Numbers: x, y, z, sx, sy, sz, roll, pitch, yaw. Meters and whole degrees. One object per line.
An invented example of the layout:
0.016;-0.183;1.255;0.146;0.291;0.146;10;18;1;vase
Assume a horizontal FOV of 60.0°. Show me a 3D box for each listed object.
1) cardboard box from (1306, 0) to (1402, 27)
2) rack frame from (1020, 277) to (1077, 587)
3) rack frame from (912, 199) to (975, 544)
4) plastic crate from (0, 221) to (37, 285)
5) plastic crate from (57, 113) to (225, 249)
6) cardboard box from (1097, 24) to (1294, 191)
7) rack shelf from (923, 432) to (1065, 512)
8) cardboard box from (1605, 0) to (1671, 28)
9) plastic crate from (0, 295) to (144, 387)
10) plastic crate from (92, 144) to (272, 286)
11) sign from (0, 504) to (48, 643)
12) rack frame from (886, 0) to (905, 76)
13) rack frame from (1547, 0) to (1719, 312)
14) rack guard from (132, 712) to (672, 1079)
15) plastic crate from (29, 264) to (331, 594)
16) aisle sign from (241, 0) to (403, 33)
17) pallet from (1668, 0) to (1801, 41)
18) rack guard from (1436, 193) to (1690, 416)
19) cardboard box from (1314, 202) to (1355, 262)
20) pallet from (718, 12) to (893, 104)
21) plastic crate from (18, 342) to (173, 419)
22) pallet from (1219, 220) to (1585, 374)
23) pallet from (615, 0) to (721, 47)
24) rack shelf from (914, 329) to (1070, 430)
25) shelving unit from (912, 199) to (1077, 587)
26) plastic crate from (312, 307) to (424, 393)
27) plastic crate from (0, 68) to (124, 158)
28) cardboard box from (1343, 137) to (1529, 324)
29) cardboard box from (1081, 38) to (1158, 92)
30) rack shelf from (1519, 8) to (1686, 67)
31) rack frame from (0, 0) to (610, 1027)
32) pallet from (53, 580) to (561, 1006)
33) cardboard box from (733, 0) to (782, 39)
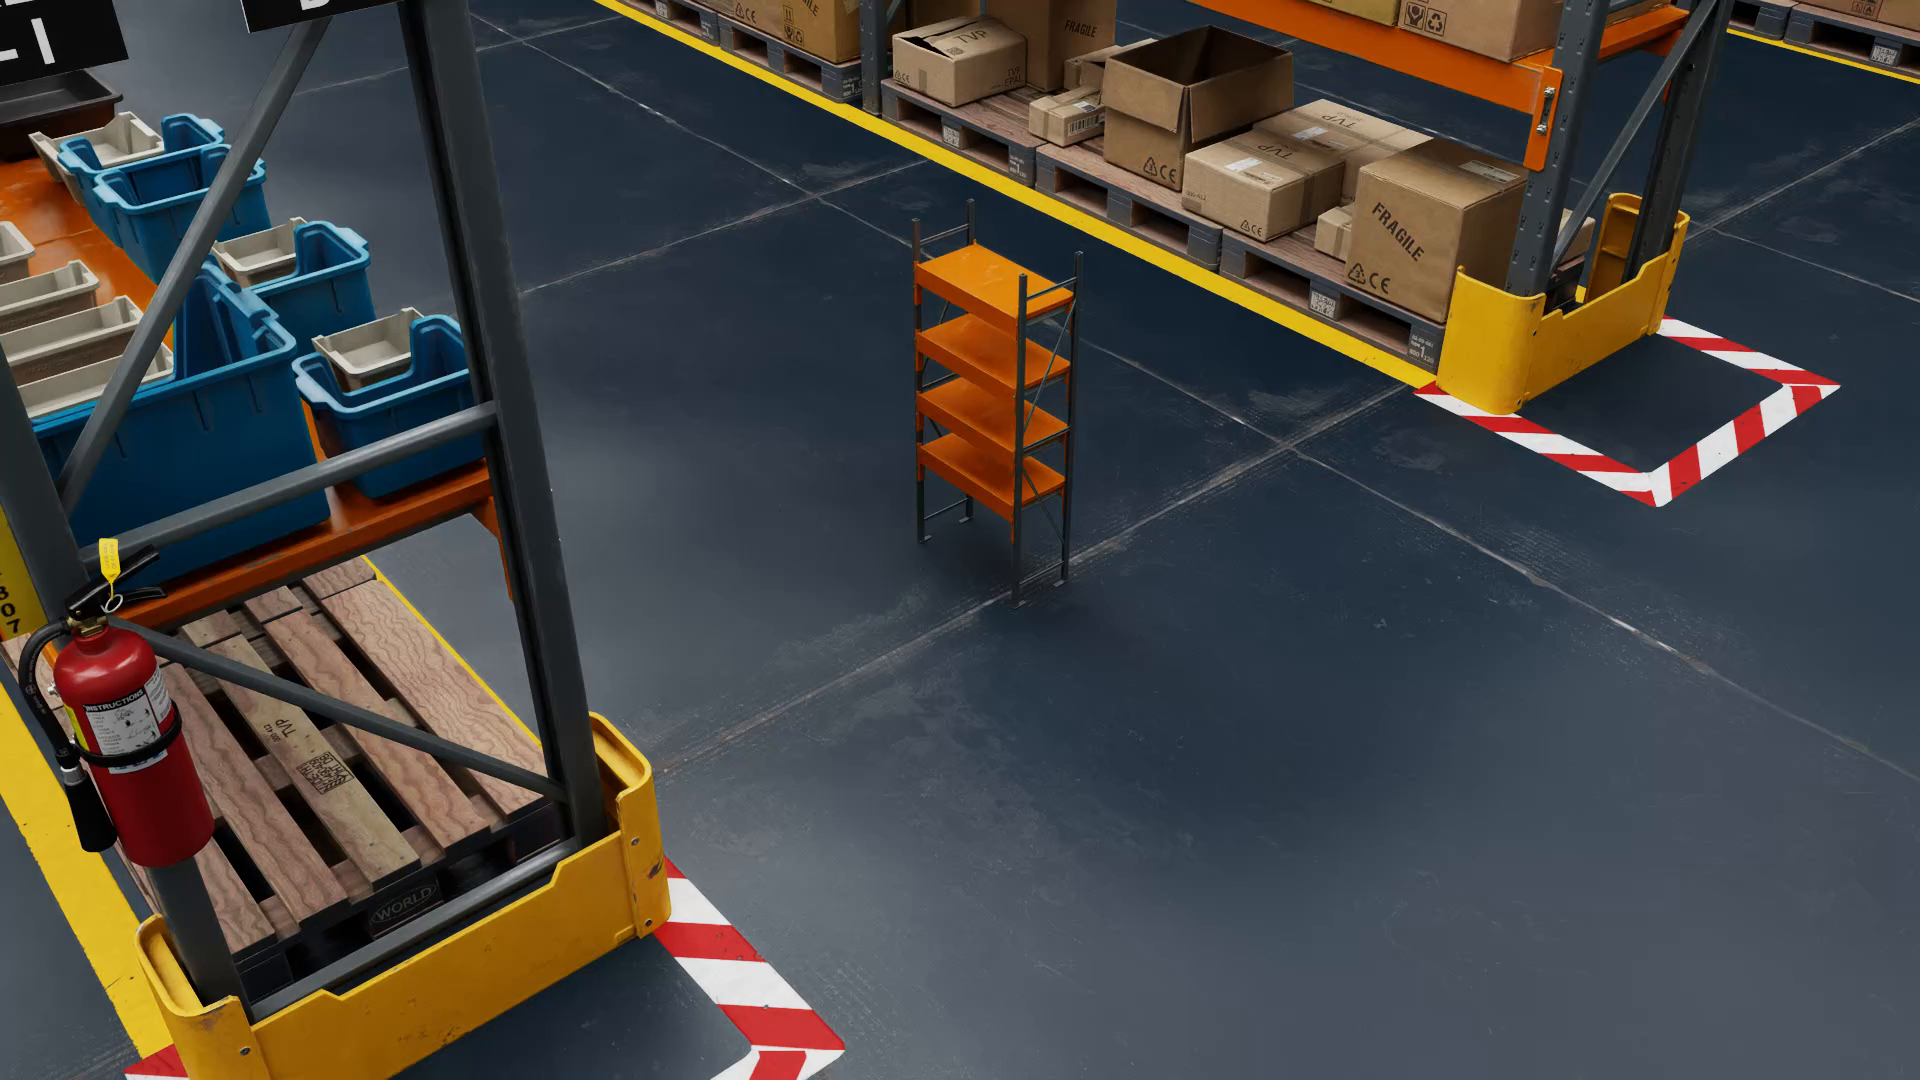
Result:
1.638;-2.315;6.336;0.500;0.500;0.500;-26;43;-31;cardboard box
0.264;-0.309;5.148;0.228;1.046;0.006;-26;43;-32;rack frame
-0.051;-0.524;5.452;0.240;1.200;0.015;-26;43;-32;rack frame
-2.558;-0.684;4.297;0.298;0.136;0.250;-26;43;-32;plastic crate
-2.265;-1.006;4.668;0.416;0.233;0.300;-26;43;-32;plastic crate
1.108;-2.049;7.827;0.797;0.503;0.637;-26;43;-32;cardboard box
0.107;-0.232;5.431;0.221;0.050;0.457;-26;43;-32;rack shelf
2.388;-2.285;6.294;0.500;0.500;0.500;-25;42;-31;cardboard box
-2.154;-0.447;3.962;0.396;0.136;0.243;-26;43;-32;plastic crate
-2.071;-0.873;4.481;0.416;0.233;0.300;-26;43;-32;plastic crate
-1.724;0.042;2.955;0.100;0.325;0.005;-26;43;-32;sign
-0.106;-3.717;8.403;0.949;2.616;0.053;-26;43;-32;rack frame
2.475;-1.951;5.910;0.949;2.616;0.053;-26;43;-32;rack frame
-1.288;0.922;4.016;1.175;0.500;0.348;-26;43;-32;rack guard
-1.673;-0.221;3.384;0.616;0.435;0.499;-26;43;-32;plastic crate
-1.040;-1.244;2.662;0.394;0.787;0.004;-26;43;-32;aisle sign
4.895;-3.523;10.542;1.003;0.211;1.213;-26;43;-32;pallet
2.423;-0.963;6.678;1.175;0.500;0.348;-26;43;-32;rack guard
1.741;-1.334;7.109;0.380;0.166;0.250;-26;43;-32;cardboard box
-0.663;-2.923;9.694;1.003;0.211;1.213;-26;43;-32;pallet
-1.978;-0.313;3.773;0.396;0.136;0.243;-26;43;-32;plastic crate
-25.776;-11.246;13.843;28.867;8.999;54.027;-26;43;-32;pallet
-1.454;-3.462;10.455;1.003;0.211;1.213;-26;43;-32;pallet
0.107;-0.544;5.210;0.258;0.148;0.480;-26;43;-32;rack shelf
0.105;-0.418;5.301;0.258;1.200;0.499;-26;43;-32;shelving unit
-1.365;-0.425;3.931;0.250;0.136;0.298;-26;43;-32;plastic crate
-2.968;-1.388;5.301;0.437;0.125;0.590;-26;43;-32;plastic crate
1.933;-1.257;6.712;0.500;0.500;0.500;-26;43;-32;cardboard box
0.960;-2.321;8.378;0.500;0.311;0.500;-26;43;-32;cardboard box
1.182;-2.648;7.285;0.919;0.052;3.809;-26;43;-32;rack shelf
-1.314;-0.104;3.302;1.000;3.000;0.127;-26;43;-32;rack frame
-1.816;0.655;4.642;1.003;0.211;1.213;-26;43;-32;pallet
-0.959;-3.208;9.466;0.500;0.500;0.500;-26;43;-32;cardboard box
